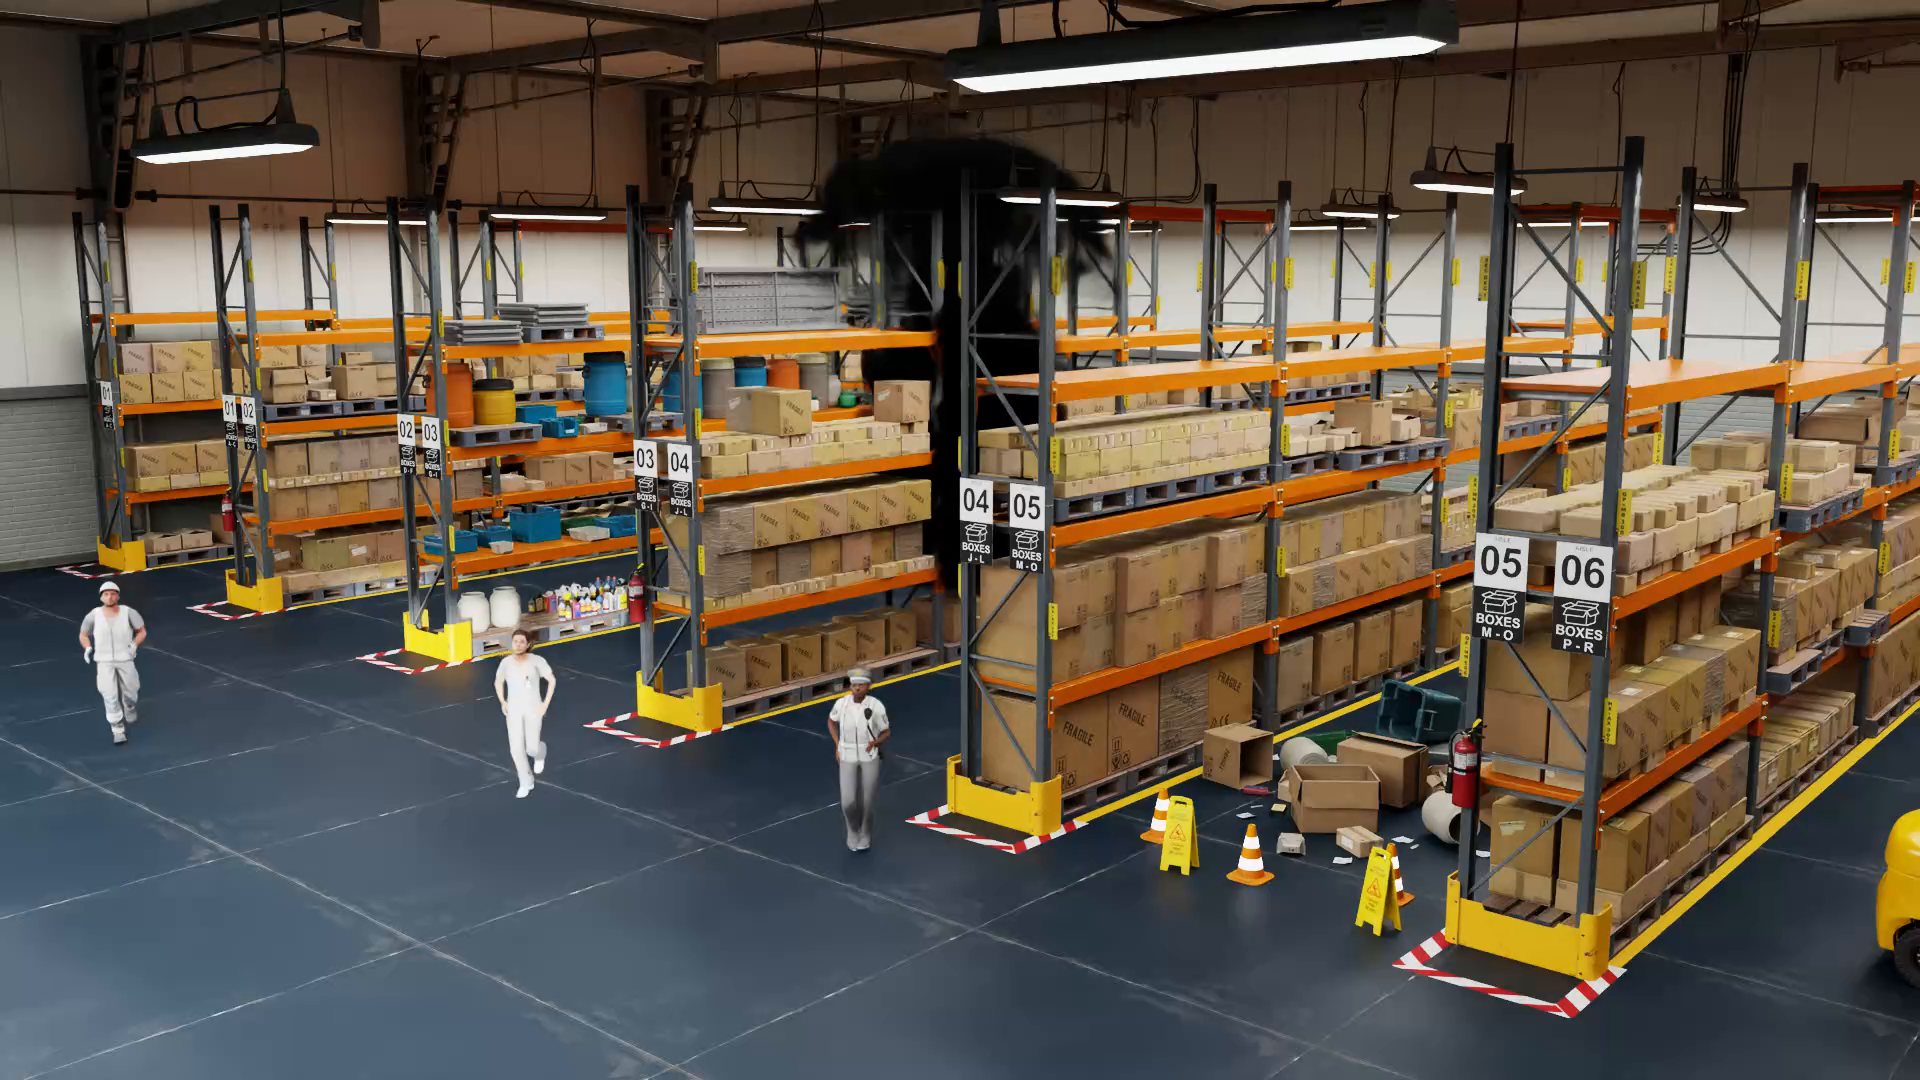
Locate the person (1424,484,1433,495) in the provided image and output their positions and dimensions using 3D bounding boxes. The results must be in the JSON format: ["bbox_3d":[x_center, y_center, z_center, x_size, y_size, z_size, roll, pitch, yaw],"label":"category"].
[{"bbox_3d":[7.347,-0.001,25.980,0.716,1.780,0.934,7,12,37],"label":"person"}]

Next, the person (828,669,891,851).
[{"bbox_3d":[-0.902,1.946,14.599,0.580,1.668,0.585,1,9,3],"label":"person"}]

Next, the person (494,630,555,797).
[{"bbox_3d":[-4.280,1.665,16.416,0.589,1.634,0.632,-1,9,-4],"label":"person"}]

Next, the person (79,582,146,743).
[{"bbox_3d":[-9.227,1.312,18.151,0.659,1.742,0.701,-4,10,-25],"label":"person"}]
